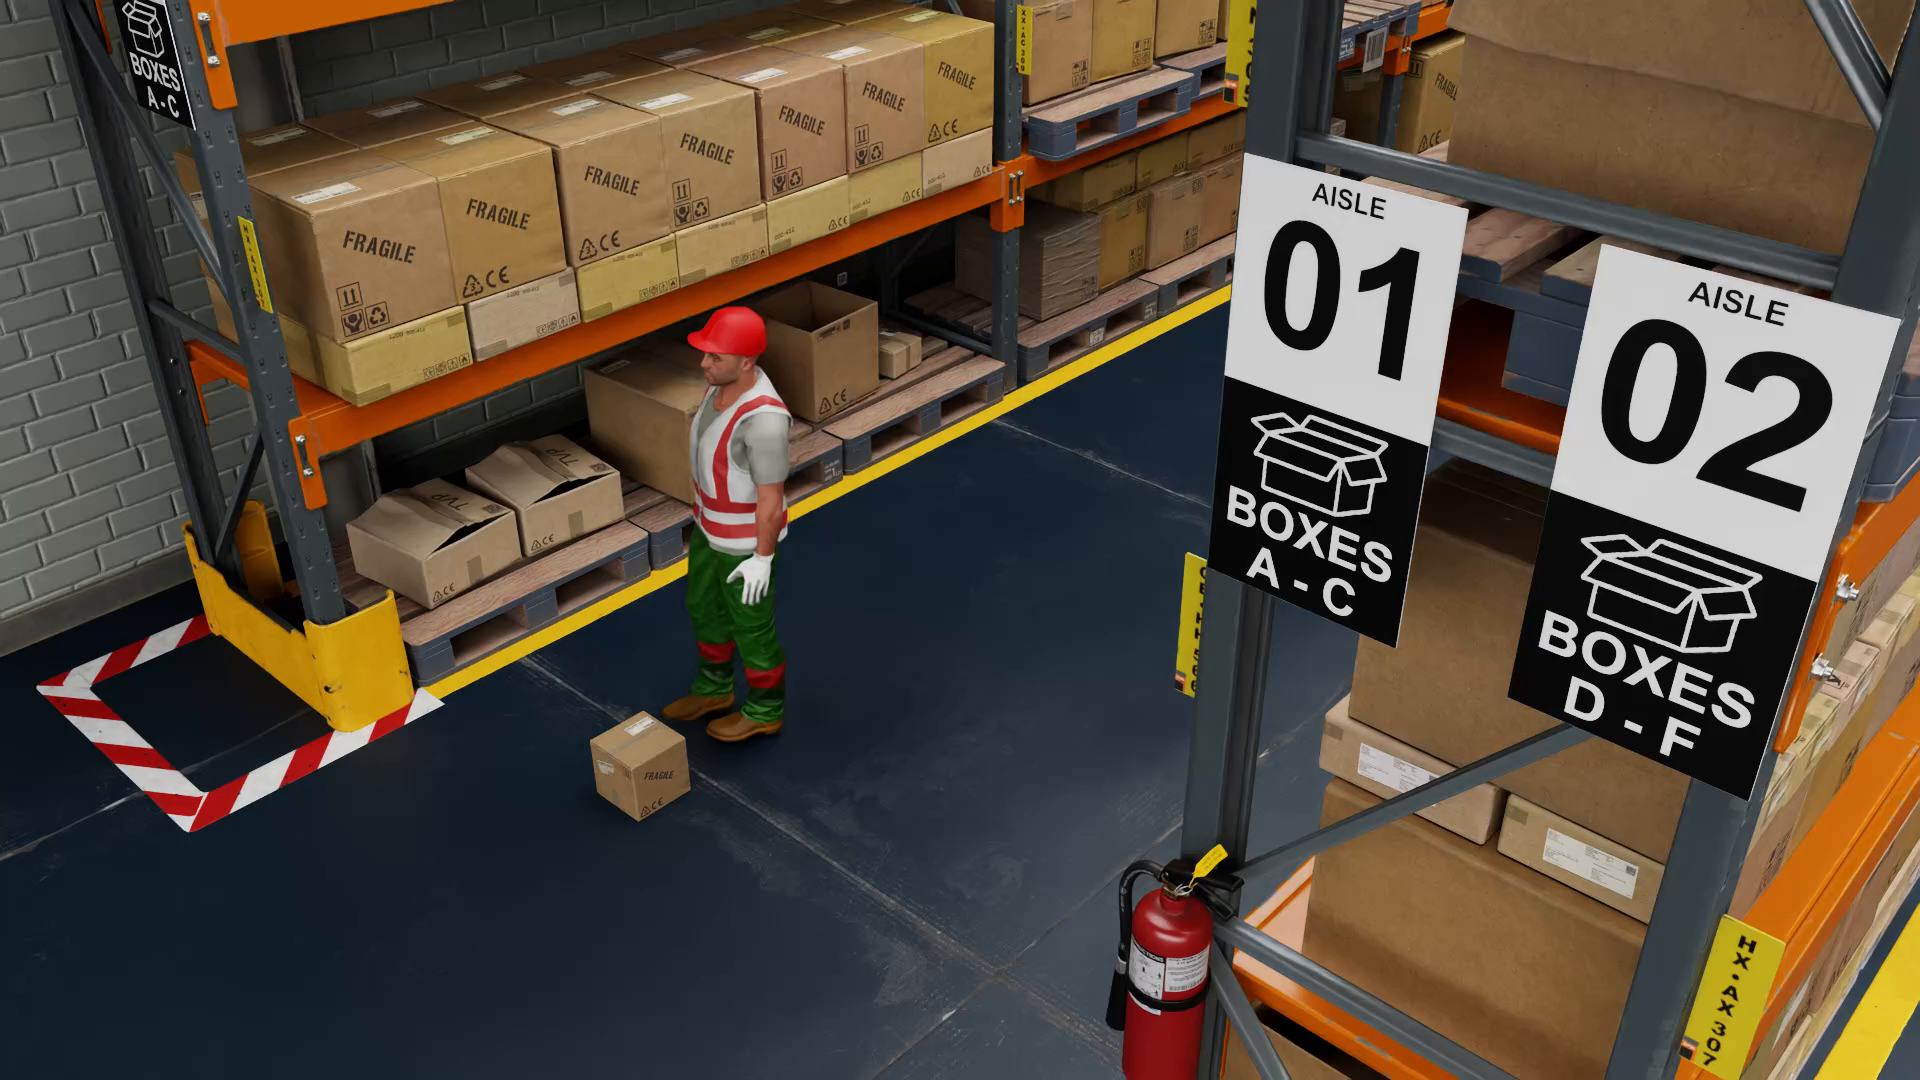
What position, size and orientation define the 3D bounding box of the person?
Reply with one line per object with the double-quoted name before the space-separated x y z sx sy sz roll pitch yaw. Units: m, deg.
"person" -0.874 -0.007 6.112 0.478 1.819 0.575 -15 34 -23
